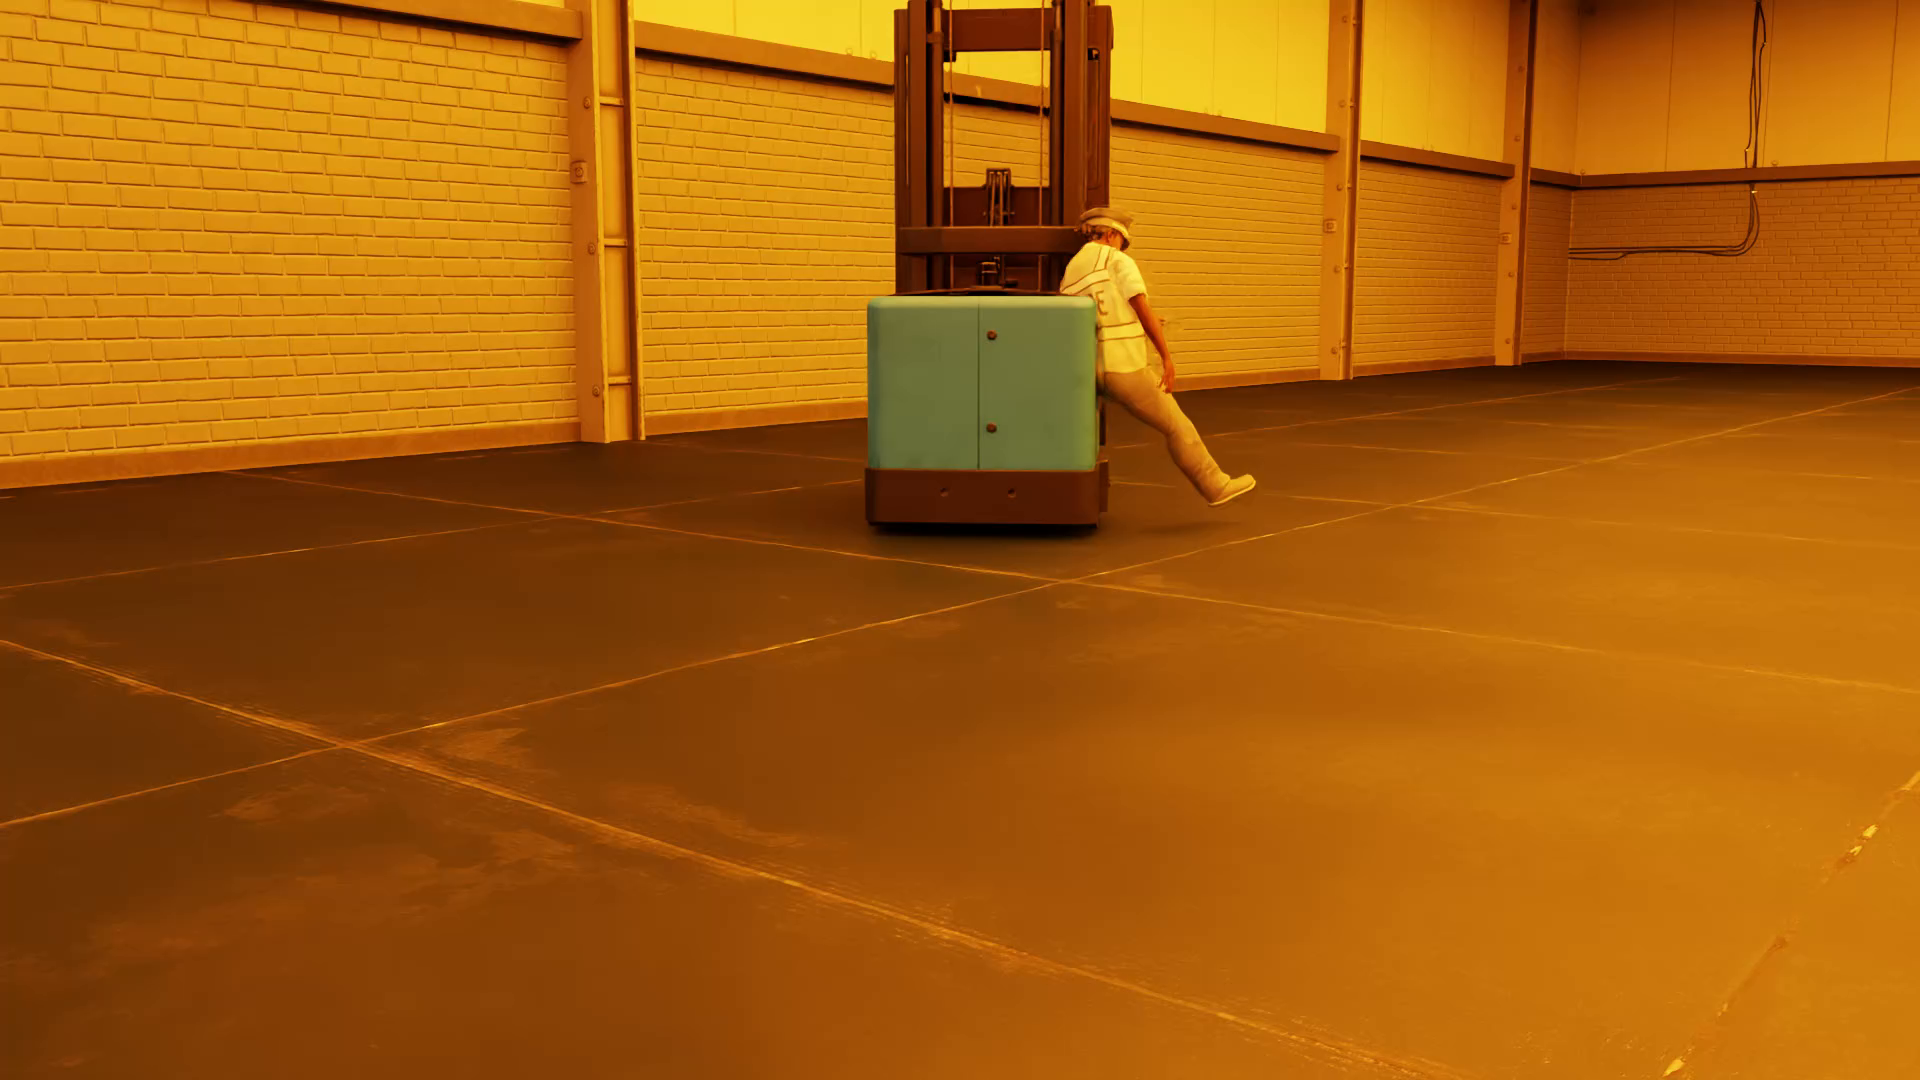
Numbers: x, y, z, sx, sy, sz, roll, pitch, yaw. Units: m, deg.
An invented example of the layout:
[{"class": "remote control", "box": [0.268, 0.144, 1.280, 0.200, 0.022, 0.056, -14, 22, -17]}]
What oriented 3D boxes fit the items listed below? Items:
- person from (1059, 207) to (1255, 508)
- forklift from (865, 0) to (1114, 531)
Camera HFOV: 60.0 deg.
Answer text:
[{"class": "person", "box": [0.789, -0.869, 7.979, 1.027, 1.413, 0.940, -7, 11, -41]}, {"class": "forklift", "box": [0.239, -1.670, 8.694, 1.130, 2.935, 3.031, 1, 8, 6]}]
